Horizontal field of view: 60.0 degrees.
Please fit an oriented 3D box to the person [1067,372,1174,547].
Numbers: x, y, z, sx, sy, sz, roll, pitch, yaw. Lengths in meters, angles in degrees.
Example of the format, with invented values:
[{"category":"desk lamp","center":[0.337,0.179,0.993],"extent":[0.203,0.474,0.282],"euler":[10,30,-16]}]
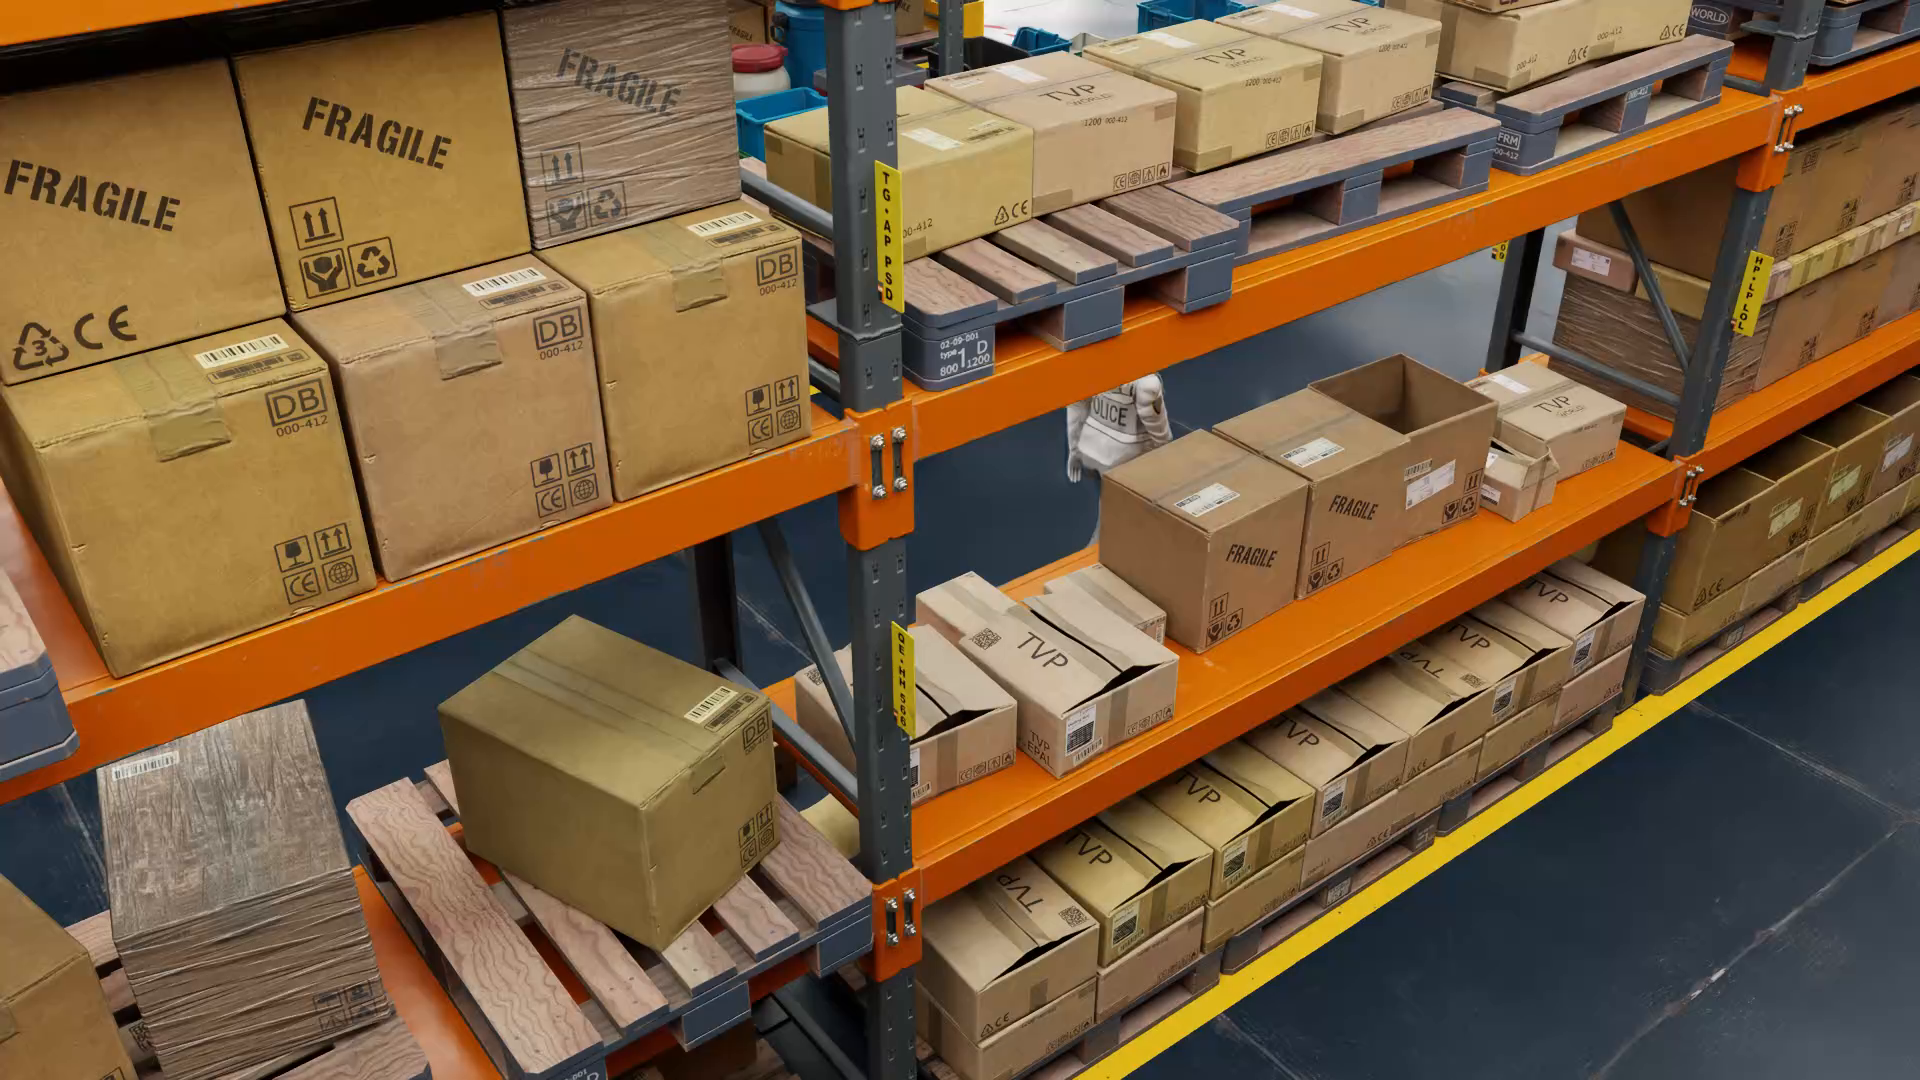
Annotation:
[{"category":"person","center":[0.771,-0.368,7.710],"extent":[0.724,1.722,0.500],"euler":[-22,39,-31]}]
